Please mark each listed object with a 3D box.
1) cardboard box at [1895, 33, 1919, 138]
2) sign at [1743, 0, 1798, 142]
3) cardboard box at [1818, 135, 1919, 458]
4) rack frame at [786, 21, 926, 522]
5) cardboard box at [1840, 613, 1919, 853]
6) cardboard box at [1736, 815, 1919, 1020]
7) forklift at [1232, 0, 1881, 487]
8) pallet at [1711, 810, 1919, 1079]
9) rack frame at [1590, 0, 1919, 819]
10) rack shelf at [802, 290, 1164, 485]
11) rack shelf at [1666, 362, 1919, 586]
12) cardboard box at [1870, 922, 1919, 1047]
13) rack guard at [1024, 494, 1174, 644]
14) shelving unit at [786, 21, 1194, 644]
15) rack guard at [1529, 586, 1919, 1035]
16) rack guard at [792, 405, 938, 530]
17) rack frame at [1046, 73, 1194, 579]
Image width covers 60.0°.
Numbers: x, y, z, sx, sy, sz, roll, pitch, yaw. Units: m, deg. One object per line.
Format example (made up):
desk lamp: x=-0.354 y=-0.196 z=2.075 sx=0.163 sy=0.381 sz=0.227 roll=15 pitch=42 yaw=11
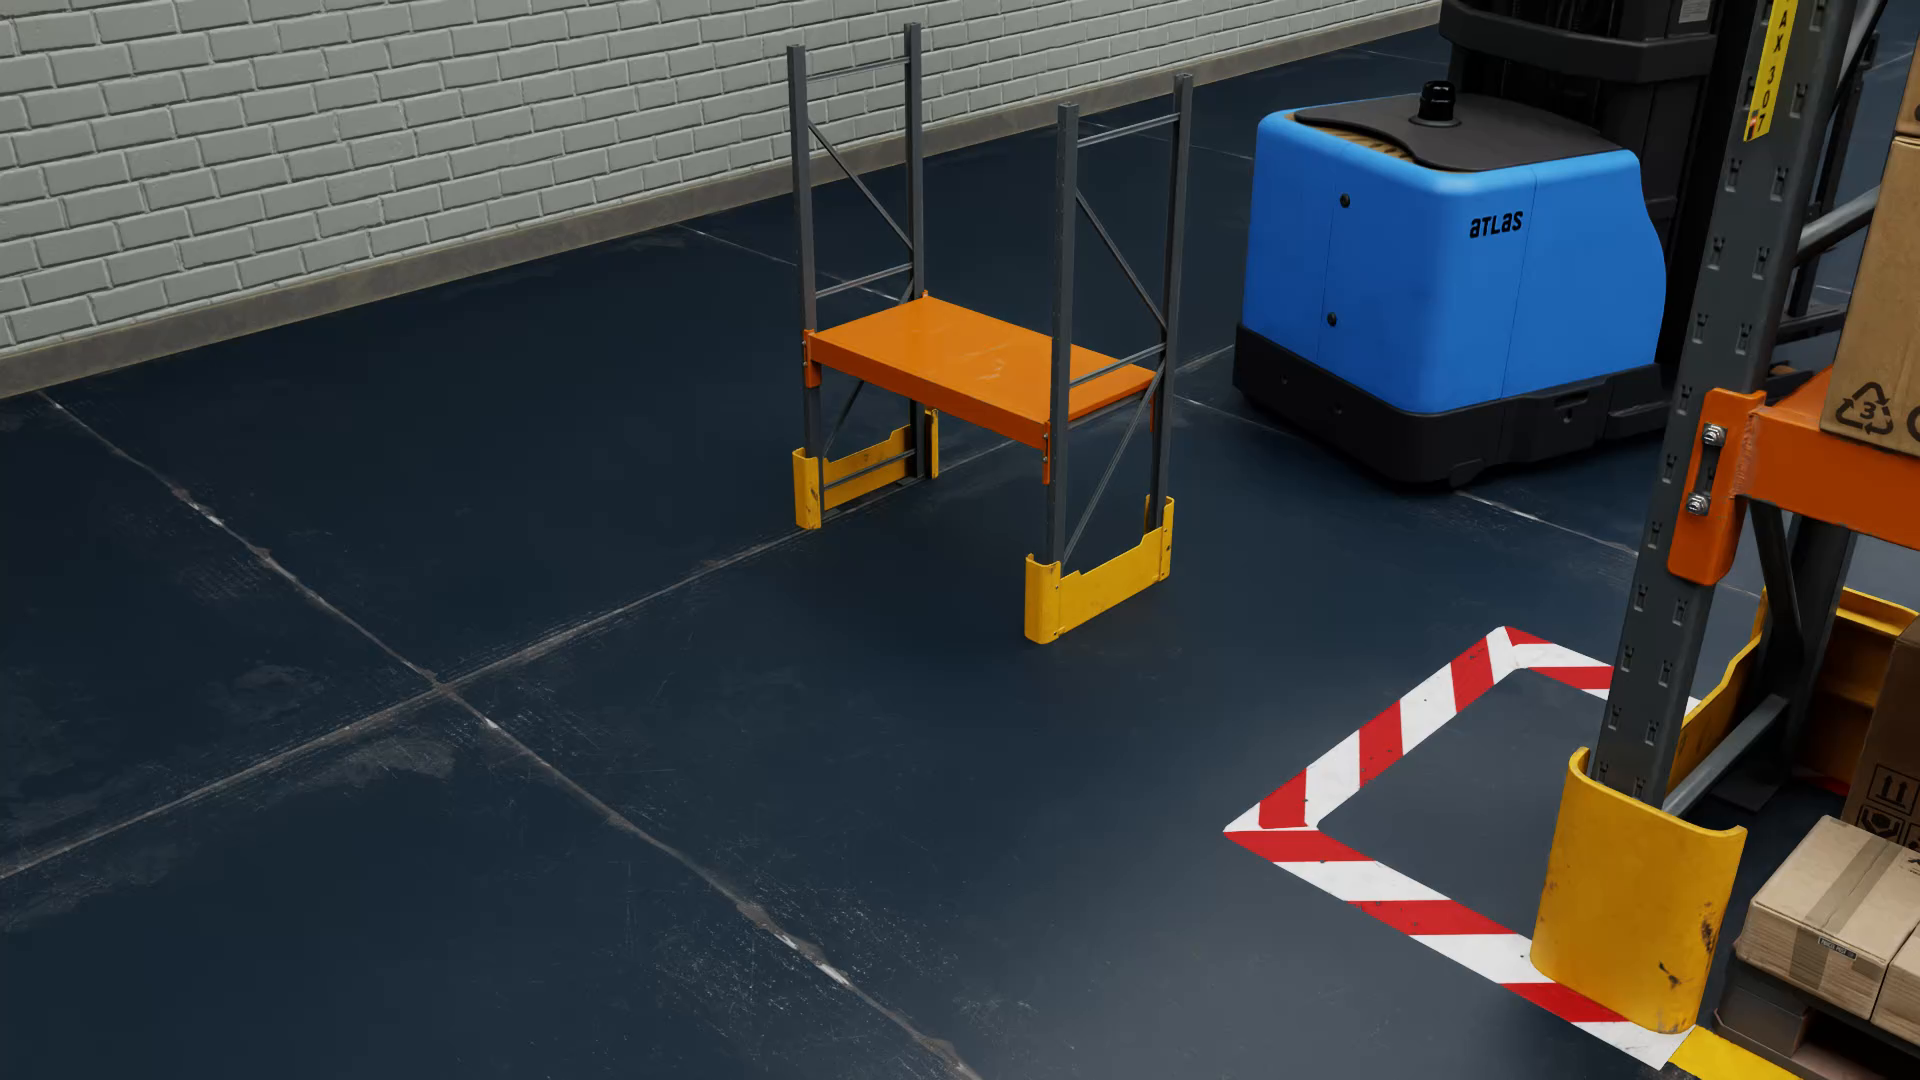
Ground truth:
cardboard box: x=1.798 y=-0.847 z=2.456 sx=0.500 sy=0.500 sz=0.500 roll=-24 pitch=36 yaw=-38
sign: x=1.286 y=-0.795 z=2.609 sx=0.005 sy=0.325 sz=0.100 roll=25 pitch=36 yaw=38
cardboard box: x=1.798 y=-0.404 z=2.688 sx=0.500 sy=0.500 sz=0.500 roll=-24 pitch=36 yaw=-38
rack frame: x=-0.302 y=-0.802 z=5.163 sx=0.032 sy=1.500 sz=0.500 roll=25 pitch=36 yaw=38
cardboard box: x=2.227 y=0.415 z=3.451 sx=0.500 sy=0.500 sz=0.500 roll=25 pitch=36 yaw=38
cardboard box: x=1.724 y=0.726 z=3.238 sx=0.250 sy=0.149 sz=0.380 roll=25 pitch=36 yaw=38
forklift: x=2.568 y=-1.939 z=5.787 sx=3.031 sy=2.935 sz=1.130 roll=-13 pitch=31 yaw=-24
pallet: x=2.290 y=0.927 z=3.261 sx=1.213 sy=0.211 sz=1.003 roll=25 pitch=36 yaw=38
rack frame: x=1.667 y=-0.592 z=3.153 sx=0.127 sy=3.000 sz=1.000 roll=25 pitch=36 yaw=38
rack shelf: x=0.061 y=-0.477 z=4.932 sx=1.000 sy=0.185 sz=0.538 roll=25 pitch=36 yaw=38
rack shelf: x=3.093 y=0.379 z=2.080 sx=4.000 sy=0.370 sz=1.077 roll=25 pitch=36 yaw=38
cardboard box: x=1.903 y=0.799 z=3.078 sx=0.250 sy=0.166 sz=0.380 roll=25 pitch=36 yaw=38
rack guard: x=0.409 y=0.077 z=4.835 sx=0.087 sy=0.250 sz=0.587 roll=25 pitch=36 yaw=38
shelving unit: x=0.054 y=-0.639 z=4.854 sx=1.083 sy=1.500 sz=0.587 roll=25 pitch=36 yaw=38
rack guard: x=1.721 y=0.539 z=3.688 sx=0.348 sy=0.500 sz=1.175 roll=25 pitch=36 yaw=38
rack guard: x=-0.301 y=-0.248 z=5.454 sx=0.087 sy=0.250 sz=0.587 roll=25 pitch=36 yaw=38
rack frame: x=0.423 y=-0.470 z=4.533 sx=0.032 sy=1.500 sz=0.500 roll=25 pitch=36 yaw=38
